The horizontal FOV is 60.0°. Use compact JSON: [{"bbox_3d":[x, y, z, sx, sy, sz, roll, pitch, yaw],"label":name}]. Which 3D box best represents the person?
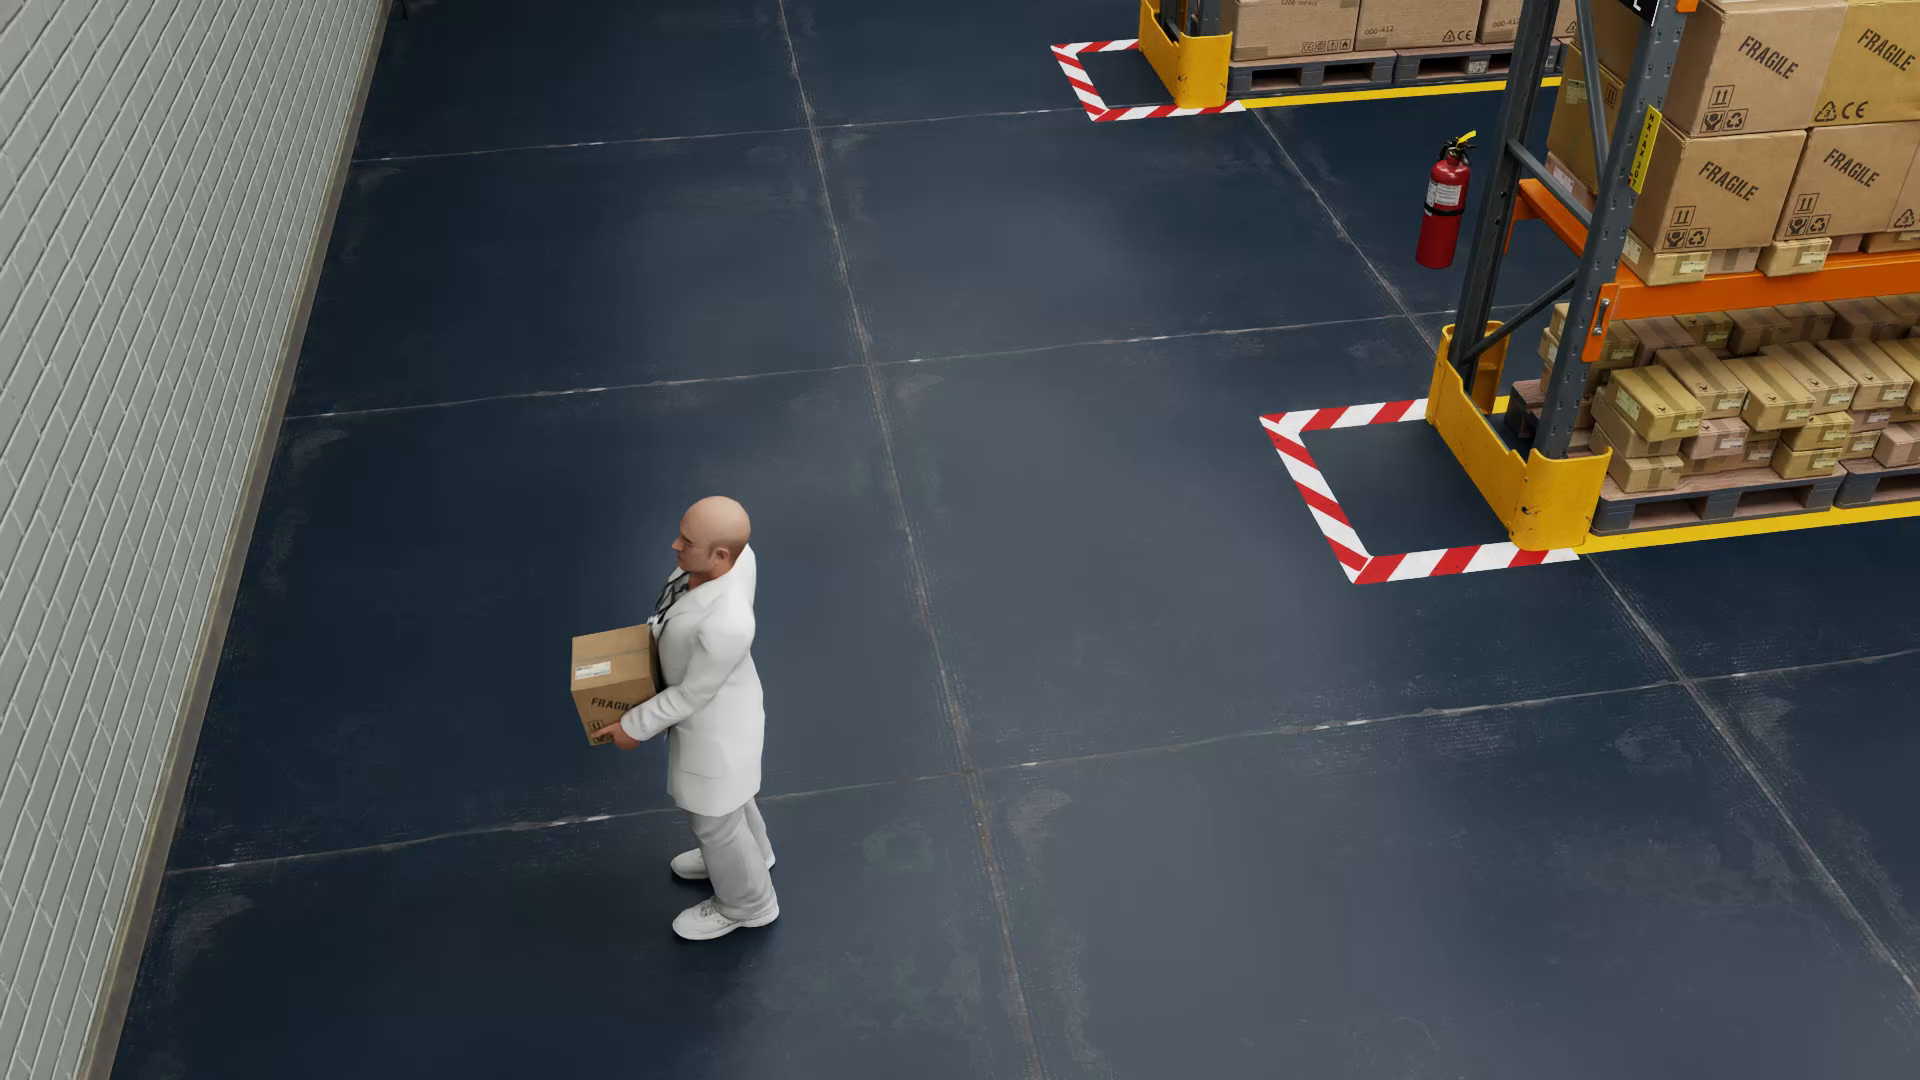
[{"bbox_3d":[-0.901,0.591,5.418,0.563,1.770,0.529,-6,38,-7],"label":"person"}]
